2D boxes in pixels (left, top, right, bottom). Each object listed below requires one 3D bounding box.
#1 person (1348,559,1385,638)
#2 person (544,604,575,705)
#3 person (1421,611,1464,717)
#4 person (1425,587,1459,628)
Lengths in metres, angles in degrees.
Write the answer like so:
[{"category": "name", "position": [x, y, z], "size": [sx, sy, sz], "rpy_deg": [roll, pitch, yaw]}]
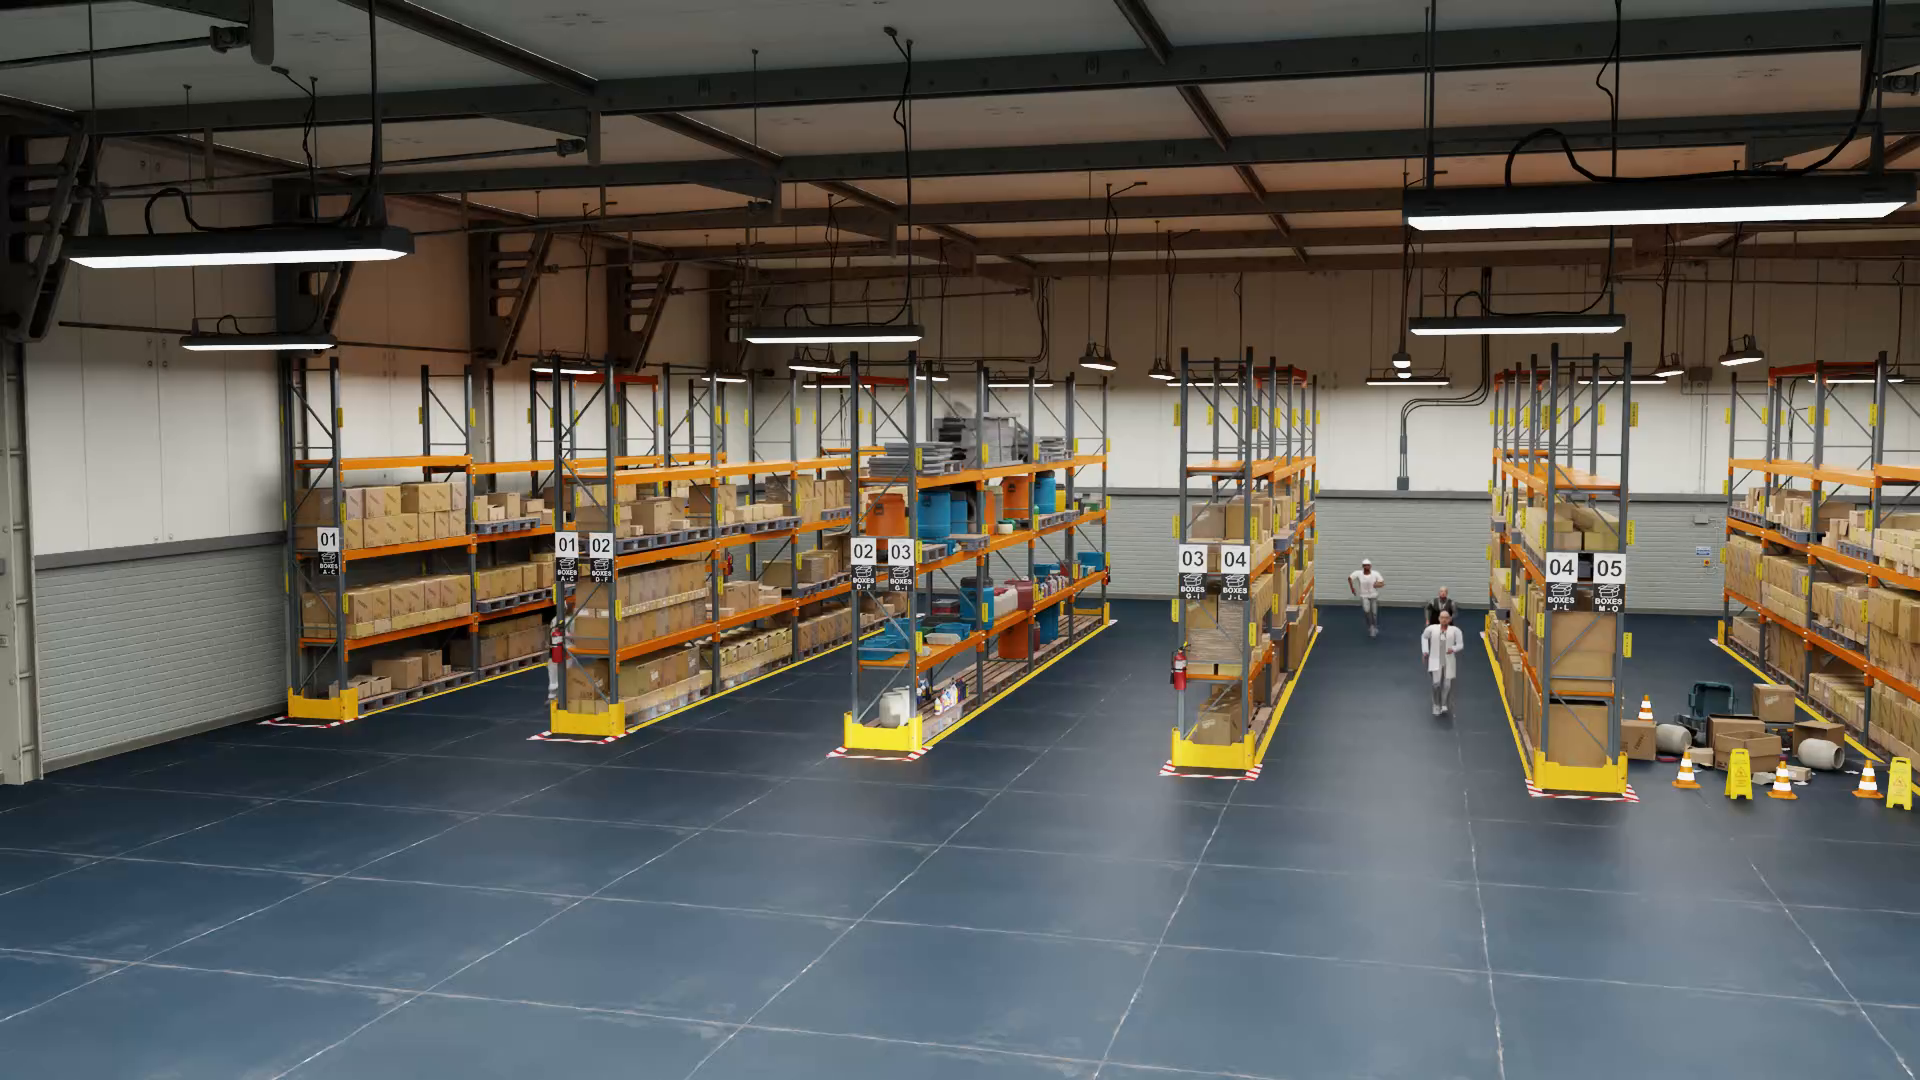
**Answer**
[{"category": "person", "position": [9.337, 1.330, 38.176], "size": [0.789, 1.803, 0.698], "rpy_deg": [0, 4, 5]}, {"category": "person", "position": [-6.949, 1.953, 28.952], "size": [0.654, 1.762, 0.977], "rpy_deg": [1, 4, 18]}, {"category": "person", "position": [8.091, 2.076, 27.894], "size": [0.672, 1.788, 0.852], "rpy_deg": [1, 4, 13]}, {"category": "person", "position": [9.367, 1.815, 32.354], "size": [0.621, 1.669, 0.811], "rpy_deg": [1, 4, 13]}]
